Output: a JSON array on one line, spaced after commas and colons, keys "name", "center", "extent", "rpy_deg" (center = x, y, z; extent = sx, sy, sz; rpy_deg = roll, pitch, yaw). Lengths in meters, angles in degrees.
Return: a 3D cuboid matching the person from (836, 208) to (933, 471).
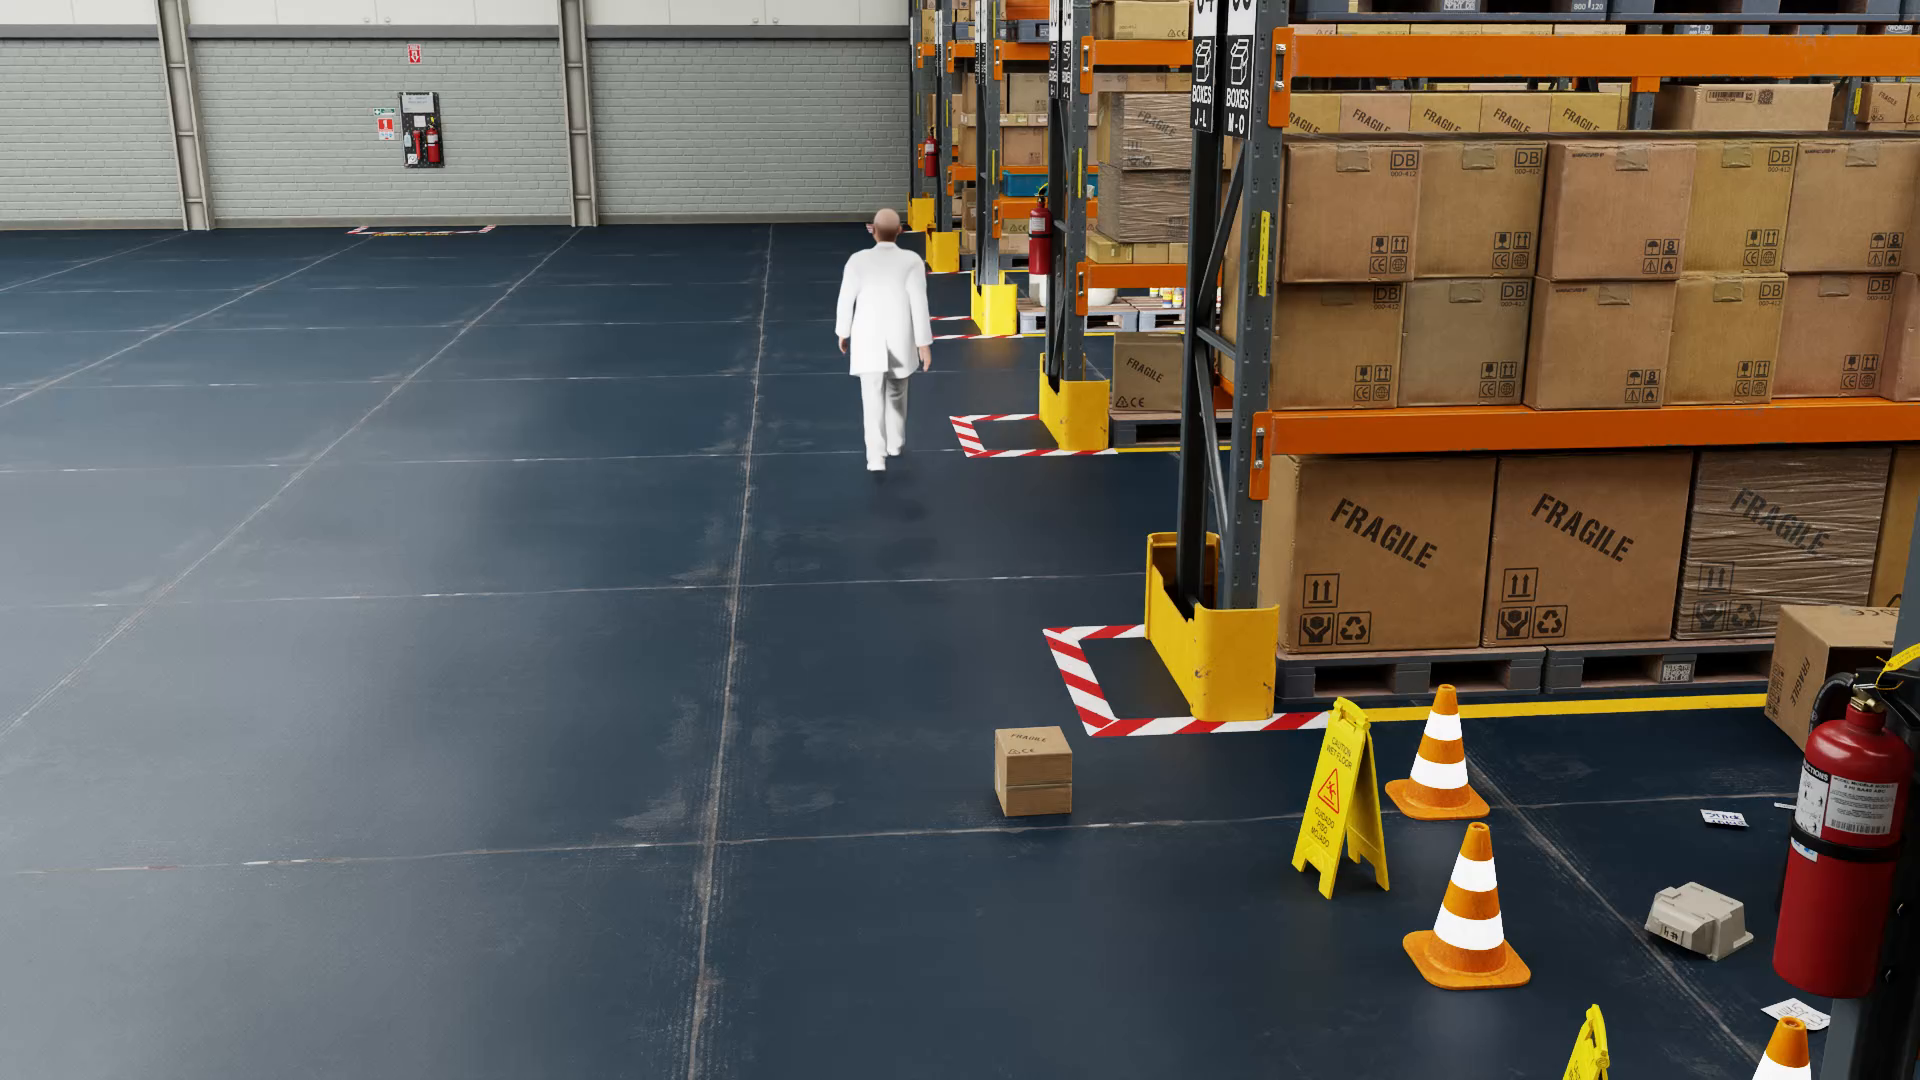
[{"name": "person", "center": [-0.519, -1.362, 11.181], "extent": [0.620, 1.729, 1.083], "rpy_deg": [-3, 17, -9]}]
